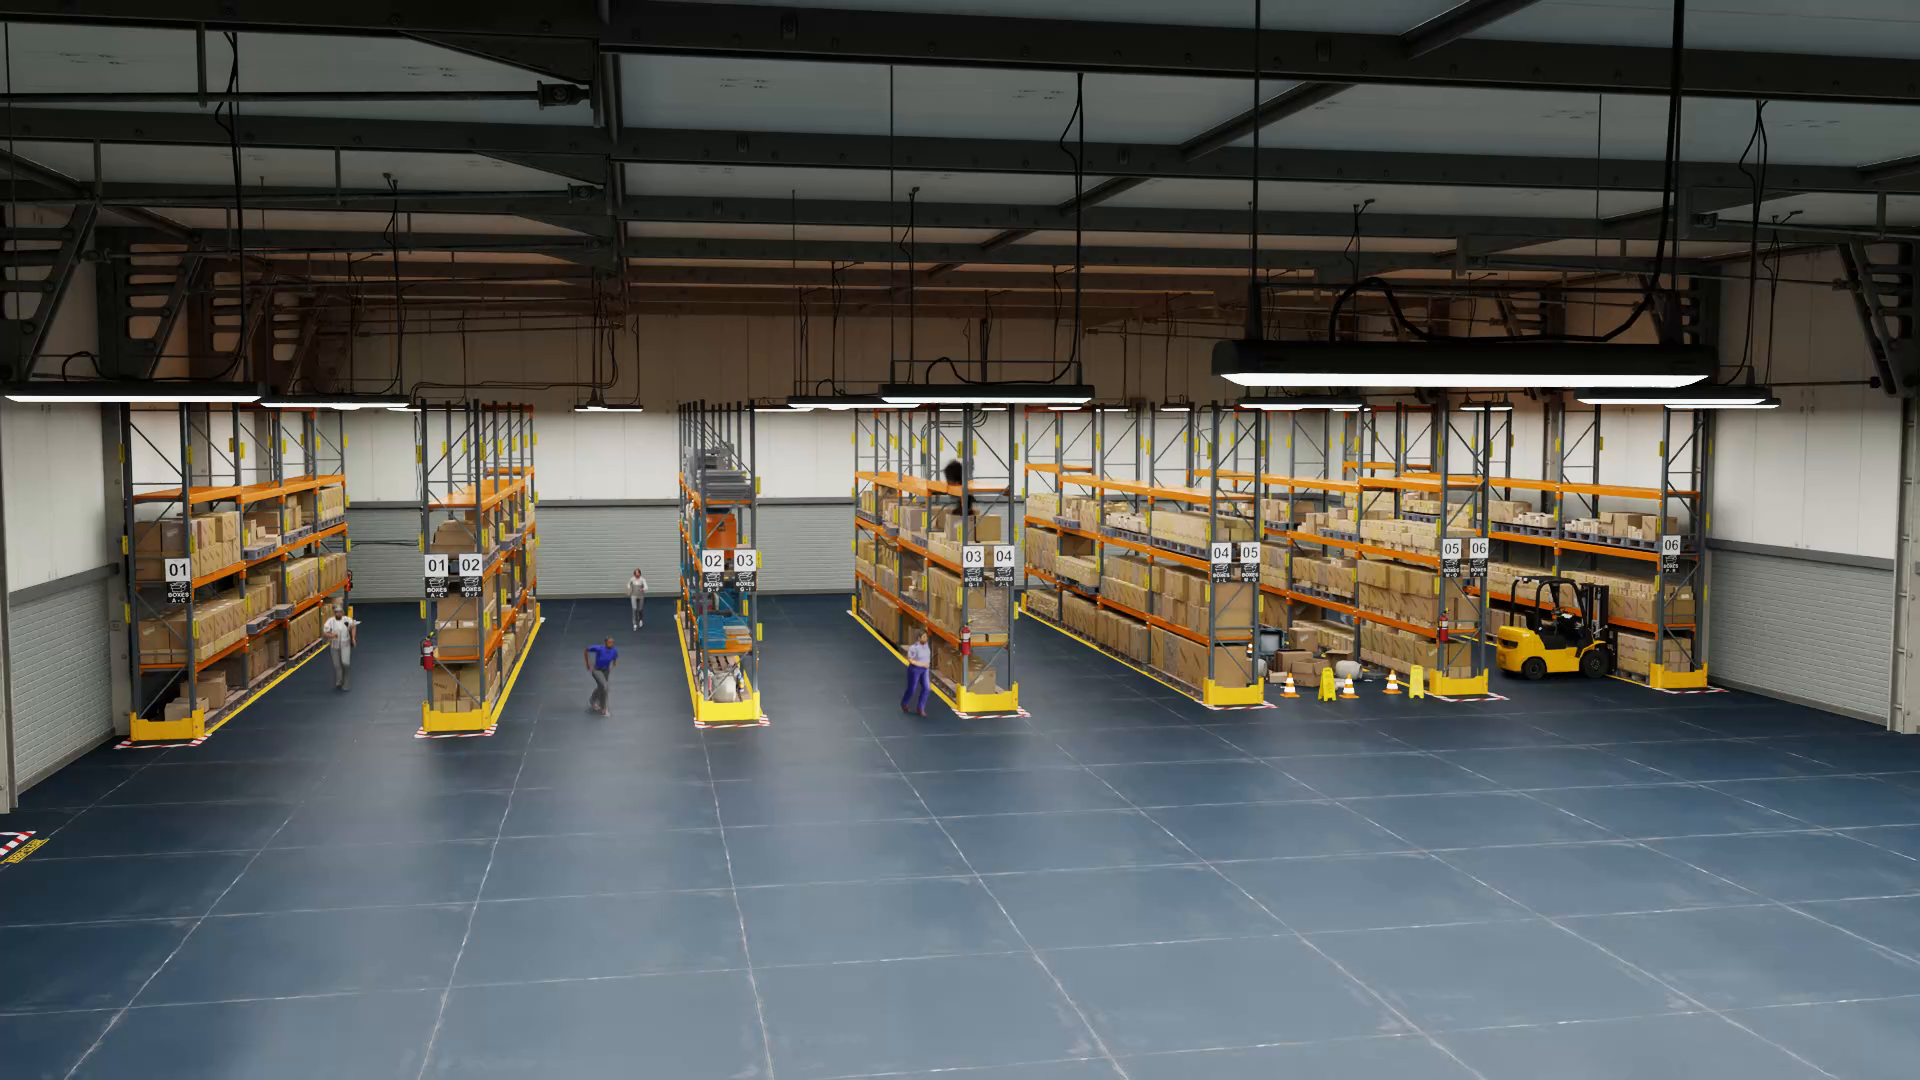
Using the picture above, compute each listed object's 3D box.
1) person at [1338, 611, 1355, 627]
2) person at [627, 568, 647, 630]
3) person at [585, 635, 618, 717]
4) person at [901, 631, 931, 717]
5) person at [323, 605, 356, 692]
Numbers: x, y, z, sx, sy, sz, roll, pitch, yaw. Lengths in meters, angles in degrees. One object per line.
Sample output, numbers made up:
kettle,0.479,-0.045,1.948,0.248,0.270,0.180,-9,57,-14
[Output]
person,10.316,1.523,44.139,0.655,1.757,0.813,-2,5,-21
person,-8.600,1.560,44.347,0.536,1.618,0.799,-1,4,-8
person,-6.868,2.589,31.689,0.623,1.601,0.963,-4,6,-41
person,-0.858,2.533,31.764,0.585,1.663,0.765,-3,5,-37
person,-12.889,2.244,34.552,0.612,1.838,0.855,-1,4,-16
